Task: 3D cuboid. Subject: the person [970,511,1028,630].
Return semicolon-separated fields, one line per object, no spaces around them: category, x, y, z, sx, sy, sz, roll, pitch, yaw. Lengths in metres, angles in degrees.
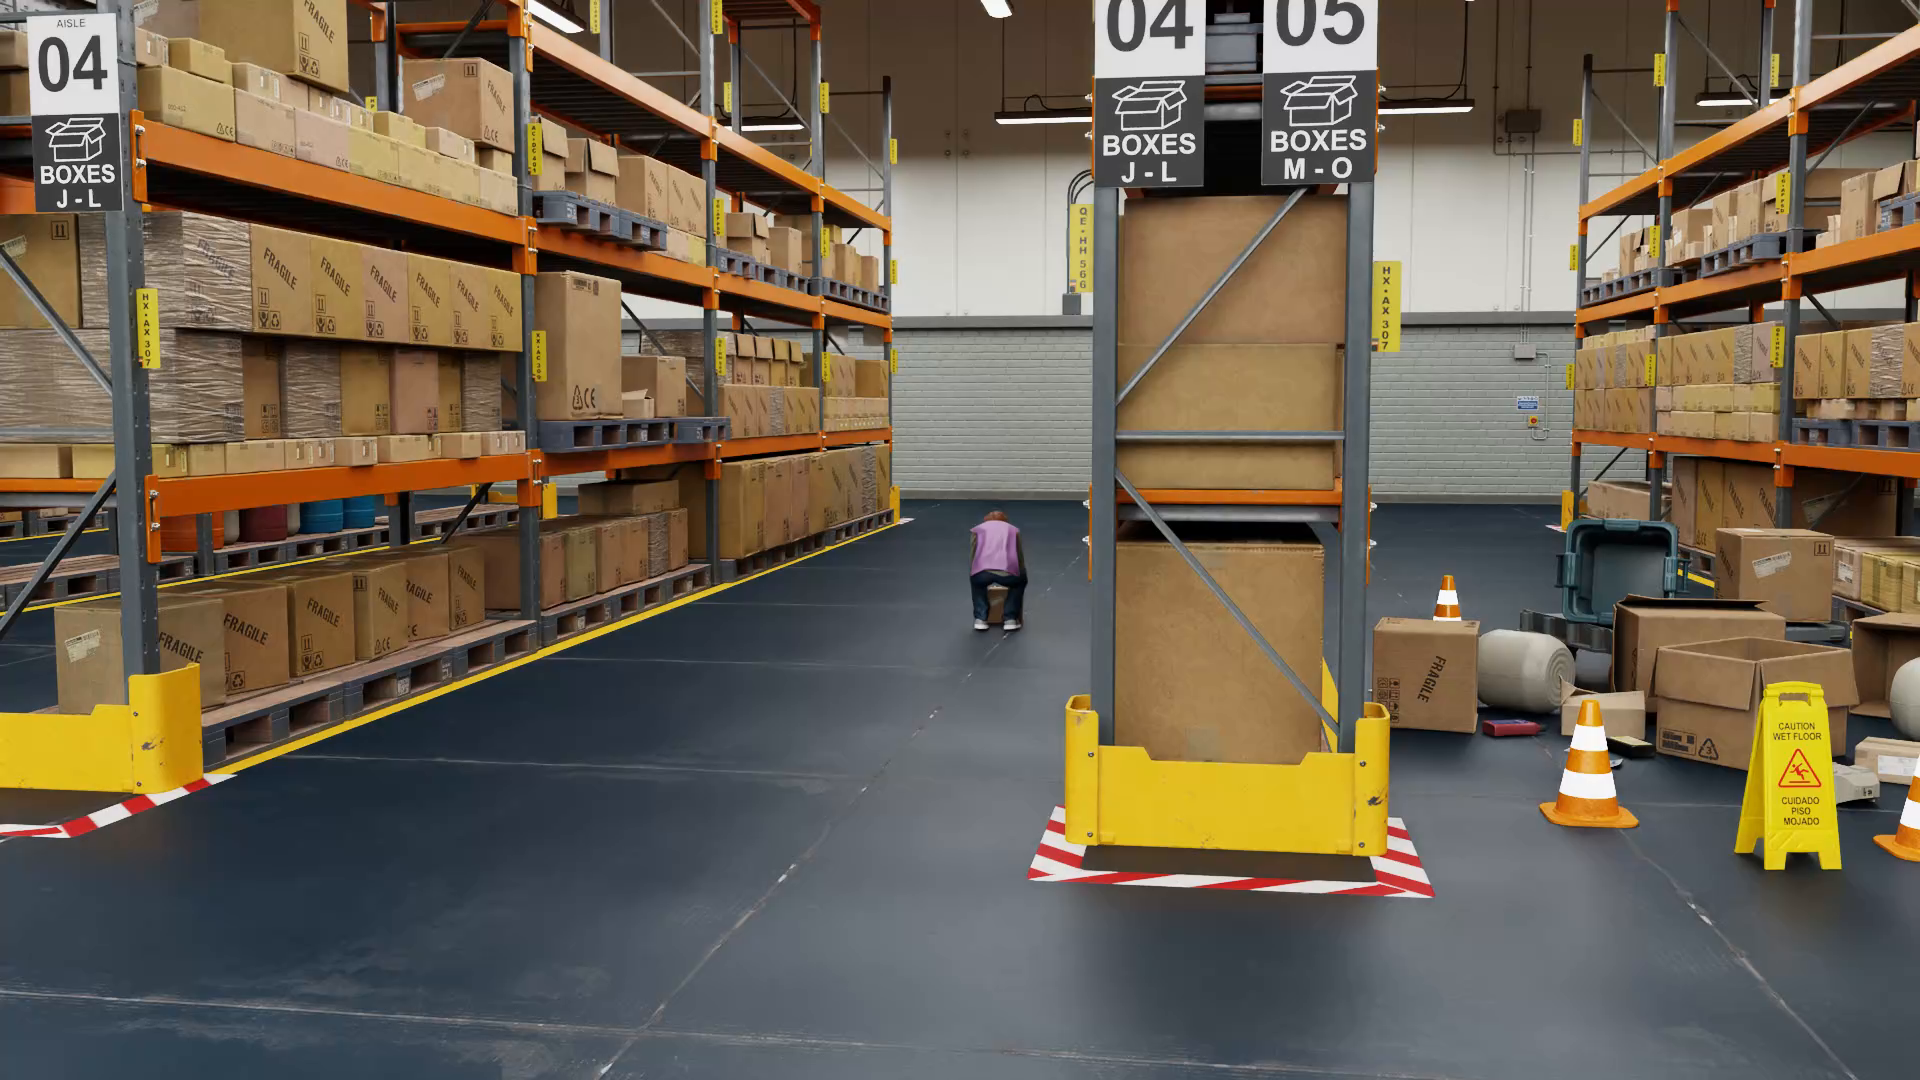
person;0.266;0.225;12.096;0.442;0.829;0.801;1;5;9
